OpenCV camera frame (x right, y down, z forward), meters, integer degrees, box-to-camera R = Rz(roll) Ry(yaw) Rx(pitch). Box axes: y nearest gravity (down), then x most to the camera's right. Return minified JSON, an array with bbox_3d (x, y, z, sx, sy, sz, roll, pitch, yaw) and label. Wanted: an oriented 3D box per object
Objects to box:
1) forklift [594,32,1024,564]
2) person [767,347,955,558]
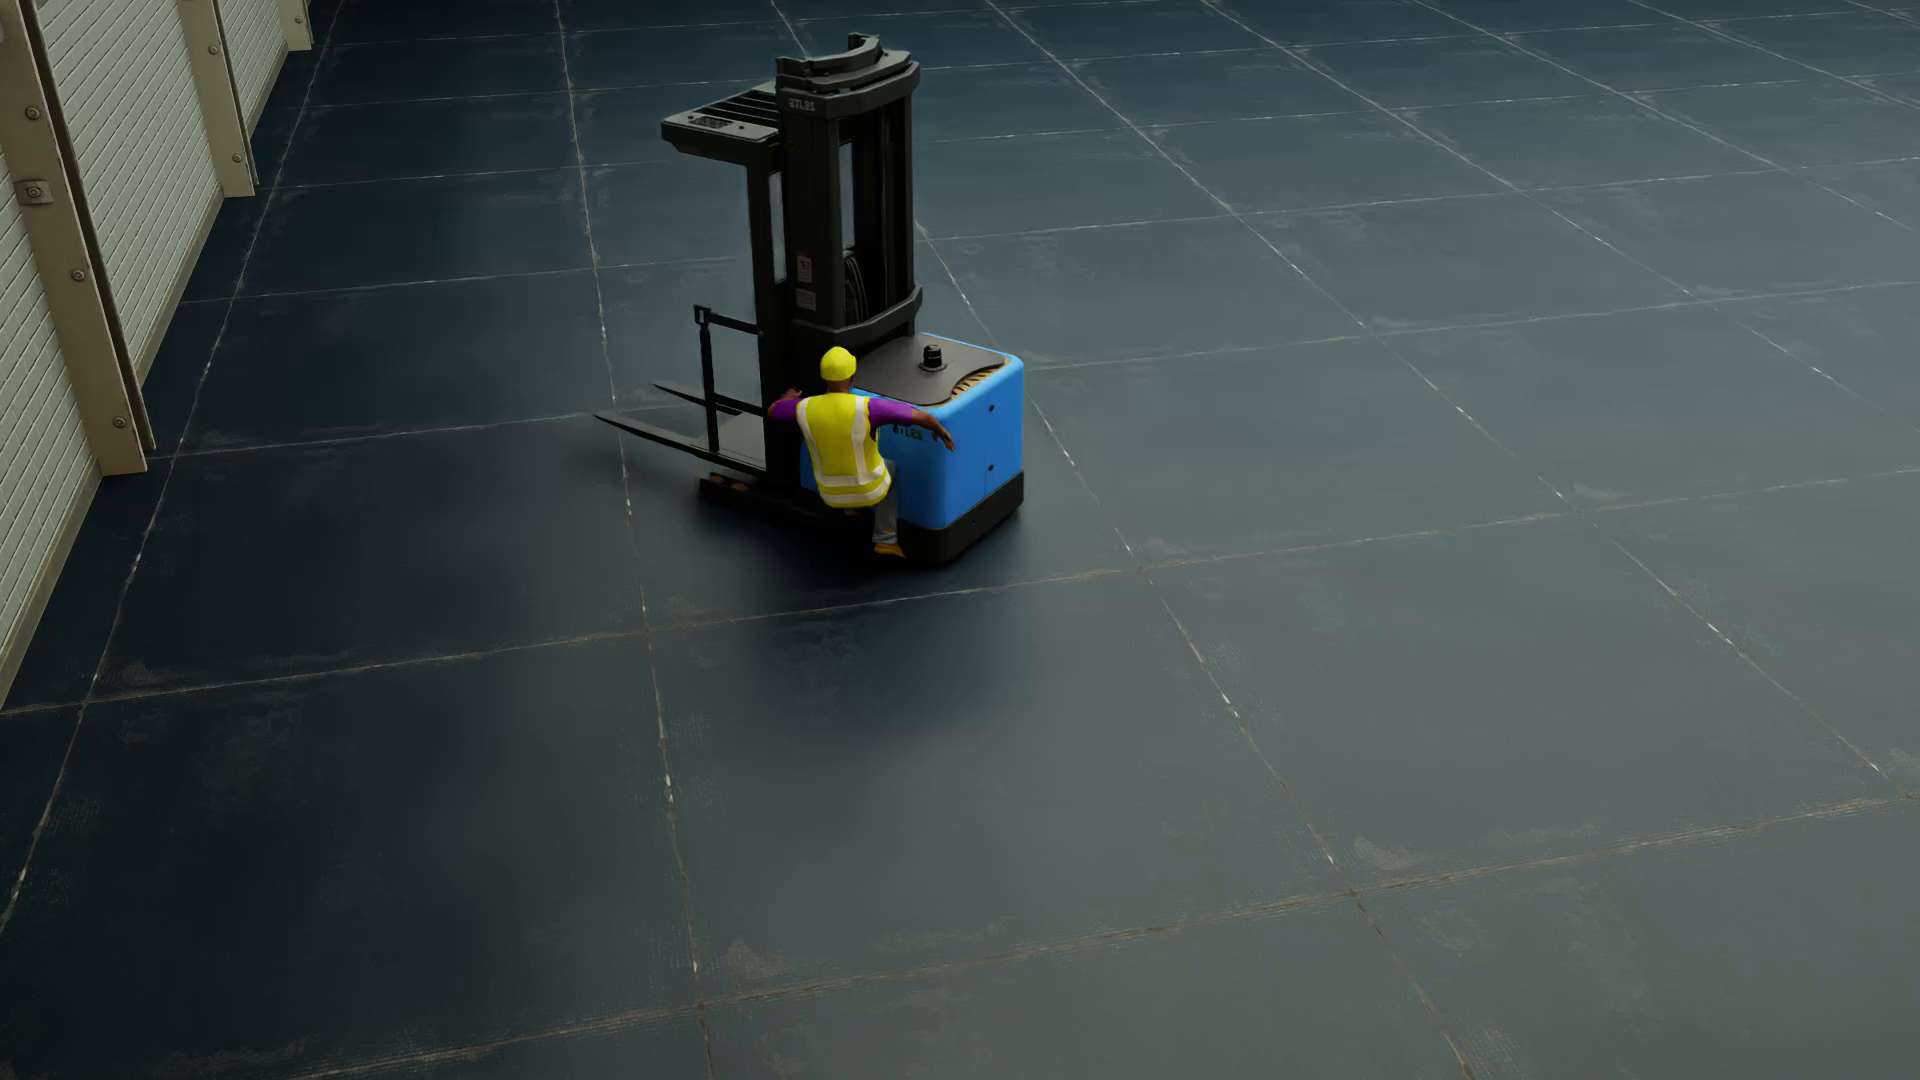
[{"bbox_3d":[-1.101,-1.675,10.468,3.031,2.935,1.130,18,35,28],"label":"forklift"},{"bbox_3d":[-0.569,-0.520,9.849,1.108,1.491,0.863,3,30,6],"label":"person"}]
